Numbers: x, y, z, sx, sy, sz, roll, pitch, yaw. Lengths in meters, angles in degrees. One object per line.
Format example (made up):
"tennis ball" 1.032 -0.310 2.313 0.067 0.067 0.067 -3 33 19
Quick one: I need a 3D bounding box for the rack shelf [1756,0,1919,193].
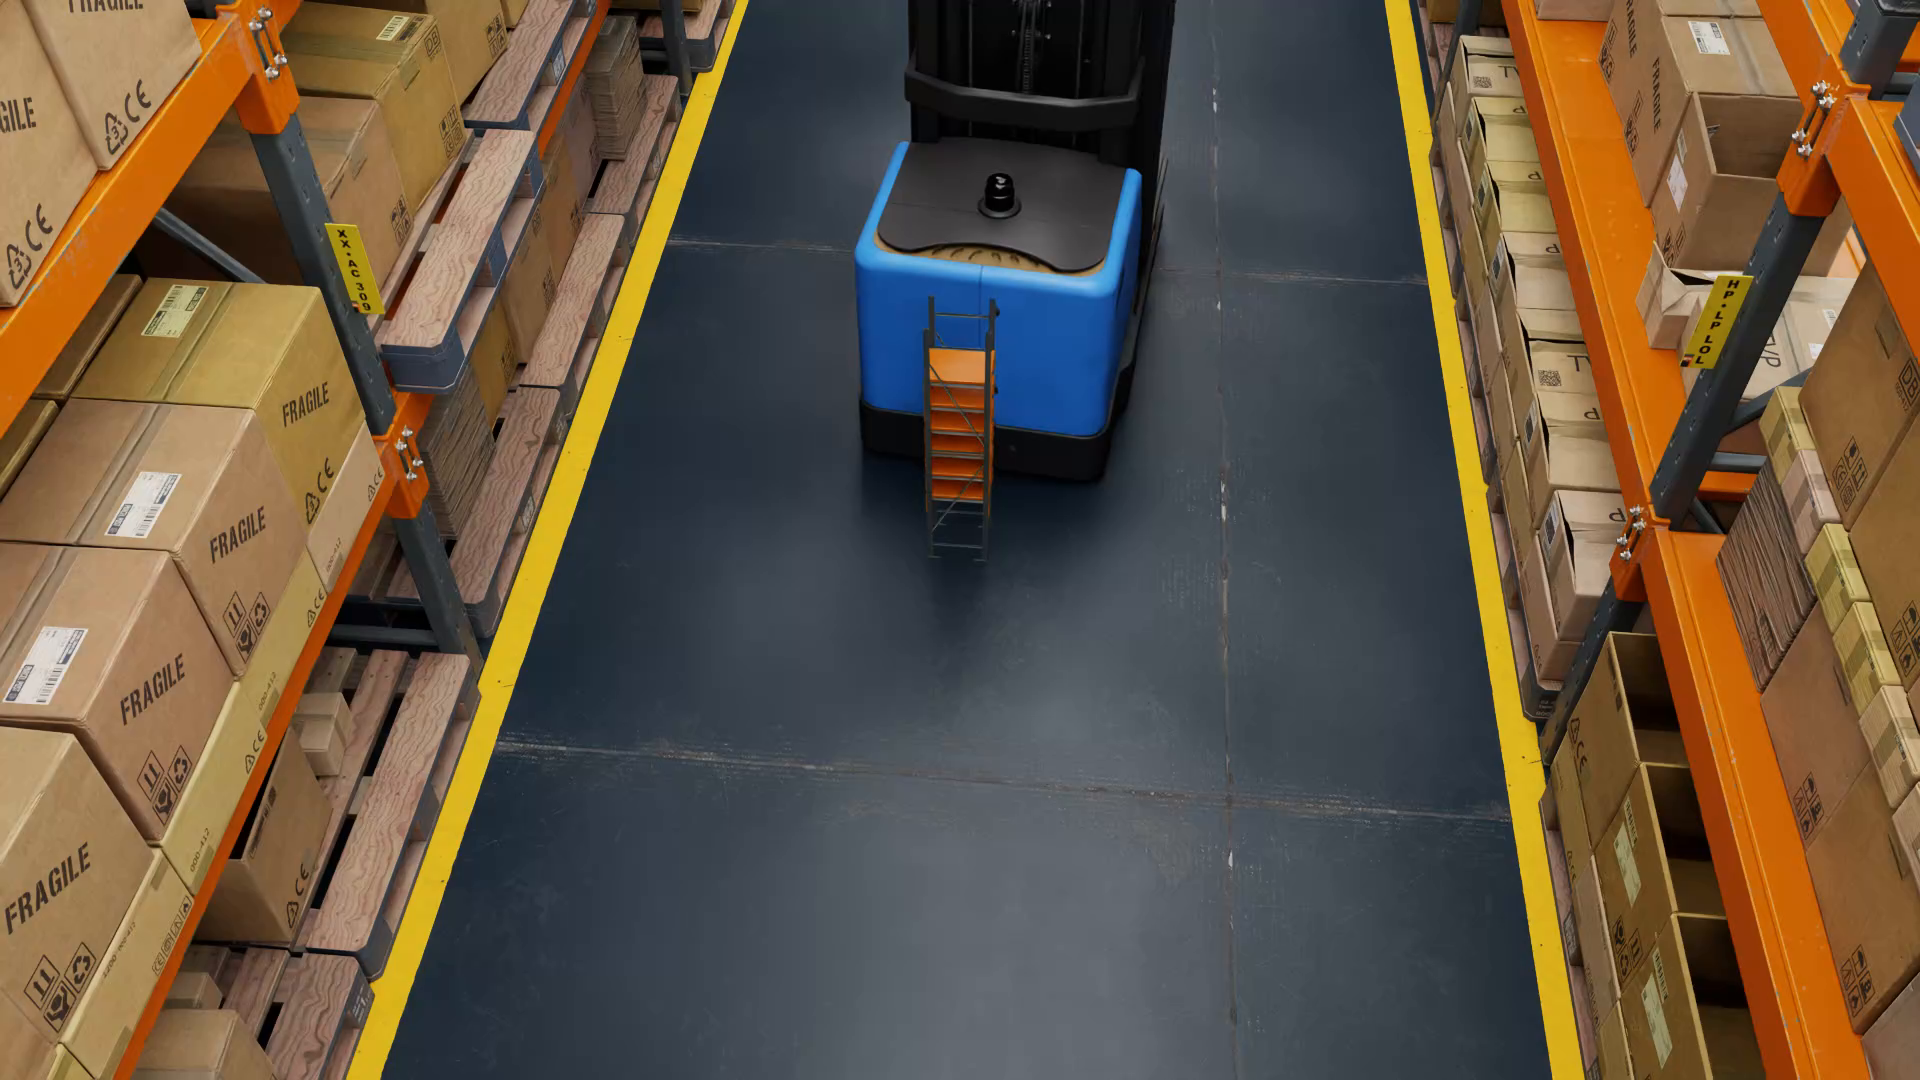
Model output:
"rack shelf" 2.797 -2.441 5.430 1.077 0.370 4.000 4 48 4

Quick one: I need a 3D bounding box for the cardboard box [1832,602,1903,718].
"cardboard box" 2.331 0.297 3.964 0.380 0.149 0.250 3 48 3

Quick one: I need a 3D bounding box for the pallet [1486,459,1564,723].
"pallet" 2.643 0.195 6.454 1.003 0.211 1.213 4 48 4

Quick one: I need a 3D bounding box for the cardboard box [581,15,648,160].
"cardboard box" -1.967 -2.244 8.191 0.700 0.500 0.500 4 48 4

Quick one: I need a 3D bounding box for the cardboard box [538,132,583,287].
"cardboard box" -2.147 -1.506 7.516 0.700 0.500 0.500 4 48 3

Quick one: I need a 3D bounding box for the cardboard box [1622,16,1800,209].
"cardboard box" 2.795 -1.554 6.096 0.500 0.500 0.500 4 48 4

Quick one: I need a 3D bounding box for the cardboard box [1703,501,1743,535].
"cardboard box" 2.901 0.108 5.843 0.500 0.311 0.500 4 48 4

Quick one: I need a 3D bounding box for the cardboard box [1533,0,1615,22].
"cardboard box" 2.705 -2.467 7.060 0.500 0.311 0.500 3 48 3

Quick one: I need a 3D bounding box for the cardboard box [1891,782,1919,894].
"cardboard box" 2.284 0.677 3.616 0.380 0.149 0.250 3 48 2

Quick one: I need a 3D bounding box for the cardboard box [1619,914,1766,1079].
"cardboard box" 2.170 1.386 4.546 0.500 0.500 0.500 4 48 4

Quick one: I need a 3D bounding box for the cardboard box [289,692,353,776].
"cardboard box" -2.337 0.671 5.751 0.380 0.166 0.250 -2 48 -2

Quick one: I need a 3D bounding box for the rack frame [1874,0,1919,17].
"rack frame" 2.615 -2.226 2.714 1.000 3.000 0.127 4 48 4

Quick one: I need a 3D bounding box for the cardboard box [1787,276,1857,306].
"cardboard box" 2.899 -0.754 5.603 0.380 0.149 0.250 4 48 4

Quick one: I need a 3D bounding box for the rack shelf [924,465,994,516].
"rack shelf" -0.001 -0.202 6.533 0.258 0.103 0.180 4 48 4

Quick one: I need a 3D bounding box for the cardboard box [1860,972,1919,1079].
"cardboard box" 2.444 1.224 3.556 0.700 0.500 0.500 5 48 5

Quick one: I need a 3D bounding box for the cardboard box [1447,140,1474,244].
"cardboard box" 2.594 -1.620 7.804 0.500 0.250 0.500 3 48 2

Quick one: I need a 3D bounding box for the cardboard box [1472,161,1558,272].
"cardboard box" 2.551 -1.418 7.238 0.500 0.311 0.500 3 48 2

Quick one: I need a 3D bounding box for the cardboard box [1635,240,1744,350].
"cardboard box" 2.512 -0.815 5.579 0.396 0.266 0.258 3 48 3

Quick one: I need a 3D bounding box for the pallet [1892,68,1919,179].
"pallet" 2.563 -0.556 3.278 1.003 0.211 1.213 4 48 4

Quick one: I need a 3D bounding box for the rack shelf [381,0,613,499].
"rack shelf" -2.136 -1.759 6.839 1.077 0.370 4.000 4 48 4

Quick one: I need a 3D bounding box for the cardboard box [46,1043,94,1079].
"cardboard box" -2.237 1.358 3.590 0.500 0.250 0.500 3 48 3

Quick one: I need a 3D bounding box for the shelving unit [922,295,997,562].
"shelving unit" -0.001 -0.394 6.323 0.258 1.200 0.189 4 48 4

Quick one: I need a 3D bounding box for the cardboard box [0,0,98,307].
"cardboard box" -2.177 -0.826 3.385 0.500 0.500 0.500 0 48 0

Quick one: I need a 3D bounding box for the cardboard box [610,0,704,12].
"cardboard box" -1.756 -3.419 9.043 0.750 0.750 0.750 3 48 3

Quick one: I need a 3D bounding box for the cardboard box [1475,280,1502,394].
"cardboard box" 2.506 -0.861 7.109 0.500 0.250 0.500 5 48 4

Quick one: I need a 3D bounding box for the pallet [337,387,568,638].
"pallet" -2.249 -0.163 6.782 1.003 0.211 1.213 4 48 4

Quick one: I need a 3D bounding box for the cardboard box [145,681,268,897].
"cardboard box" -2.144 0.617 4.267 0.500 0.250 0.500 4 48 3

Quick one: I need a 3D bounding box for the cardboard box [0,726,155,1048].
"cardboard box" -2.197 0.746 3.641 0.500 0.500 0.500 5 48 5

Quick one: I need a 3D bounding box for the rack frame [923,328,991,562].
"rack frame" -0.010 -0.327 6.262 0.240 1.200 0.006 4 48 4

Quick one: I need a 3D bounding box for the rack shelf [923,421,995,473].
"rack shelf" -0.001 -0.364 6.356 0.258 0.103 0.180 4 48 4

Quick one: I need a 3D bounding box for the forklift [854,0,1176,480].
"forklift" 0.377 -2.346 6.936 1.130 2.935 3.031 9 48 8

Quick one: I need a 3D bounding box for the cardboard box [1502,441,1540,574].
"cardboard box" 2.412 -0.111 6.424 0.500 0.250 0.500 3 48 3

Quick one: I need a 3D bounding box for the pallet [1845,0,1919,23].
"pallet" 2.683 -1.798 4.485 0.805 0.209 1.217 2 48 2

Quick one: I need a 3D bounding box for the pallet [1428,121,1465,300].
"pallet" 2.866 -1.597 8.094 1.003 0.211 1.213 4 48 4

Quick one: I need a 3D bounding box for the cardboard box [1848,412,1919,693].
"cardboard box" 2.536 0.025 3.774 0.700 0.500 0.500 4 48 3

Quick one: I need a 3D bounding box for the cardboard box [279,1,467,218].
"cardboard box" -2.180 -1.496 5.746 0.700 0.500 0.500 8 48 8

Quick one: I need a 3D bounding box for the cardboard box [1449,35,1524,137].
"cardboard box" 2.639 -2.179 7.935 0.500 0.311 0.500 5 48 5

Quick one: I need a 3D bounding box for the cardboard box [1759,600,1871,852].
"cardboard box" 2.539 0.479 4.237 0.700 0.500 0.500 3 48 3

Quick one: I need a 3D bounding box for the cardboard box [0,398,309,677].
"cardboard box" -2.093 -0.006 4.328 0.500 0.500 0.500 4 48 3

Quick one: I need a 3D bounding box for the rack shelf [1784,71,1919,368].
"rack shelf" 2.433 0.499 2.742 1.077 0.370 4.000 4 48 4

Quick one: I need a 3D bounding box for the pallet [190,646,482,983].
"pallet" -2.344 0.905 5.805 1.003 0.211 1.213 4 48 4

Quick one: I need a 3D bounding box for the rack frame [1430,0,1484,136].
"rack frame" 2.980 -3.141 7.616 1.000 3.000 0.127 4 48 4

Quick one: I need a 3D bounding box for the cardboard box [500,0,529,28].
"cardboard box" -2.078 -2.390 6.564 0.700 0.500 0.500 4 48 4

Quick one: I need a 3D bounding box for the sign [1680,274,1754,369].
"sign" 2.074 -0.595 4.556 0.100 0.325 0.005 4 48 4

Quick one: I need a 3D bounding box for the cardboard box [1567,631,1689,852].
"cardboard box" 2.261 0.651 5.218 0.500 0.500 0.500 4 48 4

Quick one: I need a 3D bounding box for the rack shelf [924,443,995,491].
"rack shelf" -0.001 -0.283 6.445 0.258 0.103 0.180 4 48 4

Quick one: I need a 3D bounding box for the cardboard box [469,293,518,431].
"cardboard box" -2.271 -0.762 6.836 0.700 0.500 0.500 3 48 3

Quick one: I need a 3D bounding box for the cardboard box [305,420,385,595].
"cardboard box" -2.060 -0.120 4.941 0.500 0.250 0.500 4 48 4

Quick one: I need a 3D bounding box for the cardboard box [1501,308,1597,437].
"cardboard box" 2.455 -0.671 6.555 0.500 0.311 0.500 4 48 3

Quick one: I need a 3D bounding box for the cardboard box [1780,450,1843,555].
"cardboard box" 2.375 -0.085 4.314 0.380 0.149 0.250 5 48 4

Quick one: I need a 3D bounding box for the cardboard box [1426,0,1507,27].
"cardboard box" 2.831 -3.149 9.019 0.500 0.500 0.500 6 48 5

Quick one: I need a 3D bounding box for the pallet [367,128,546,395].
"pallet" -2.104 -1.019 5.805 1.003 0.211 1.213 4 48 4

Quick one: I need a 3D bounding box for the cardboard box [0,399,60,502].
"cardboard box" -2.620 -0.030 4.350 0.500 0.500 0.500 4 48 3

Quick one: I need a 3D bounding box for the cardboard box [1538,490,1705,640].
"cardboard box" 2.366 0.079 5.870 0.500 0.311 0.500 4 48 4

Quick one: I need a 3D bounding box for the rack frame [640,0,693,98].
"rack frame" -1.954 -3.471 7.918 1.000 3.000 0.127 4 48 4

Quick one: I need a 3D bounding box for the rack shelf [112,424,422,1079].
"rack shelf" -2.501 1.180 4.151 1.077 0.370 4.000 4 48 4

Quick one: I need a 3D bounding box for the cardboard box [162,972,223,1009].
"cardboard box" -2.484 1.456 5.046 0.380 0.149 0.250 0 48 0

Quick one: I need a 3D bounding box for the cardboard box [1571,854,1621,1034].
"cardboard box" 2.220 1.272 5.158 0.500 0.250 0.500 4 48 4
